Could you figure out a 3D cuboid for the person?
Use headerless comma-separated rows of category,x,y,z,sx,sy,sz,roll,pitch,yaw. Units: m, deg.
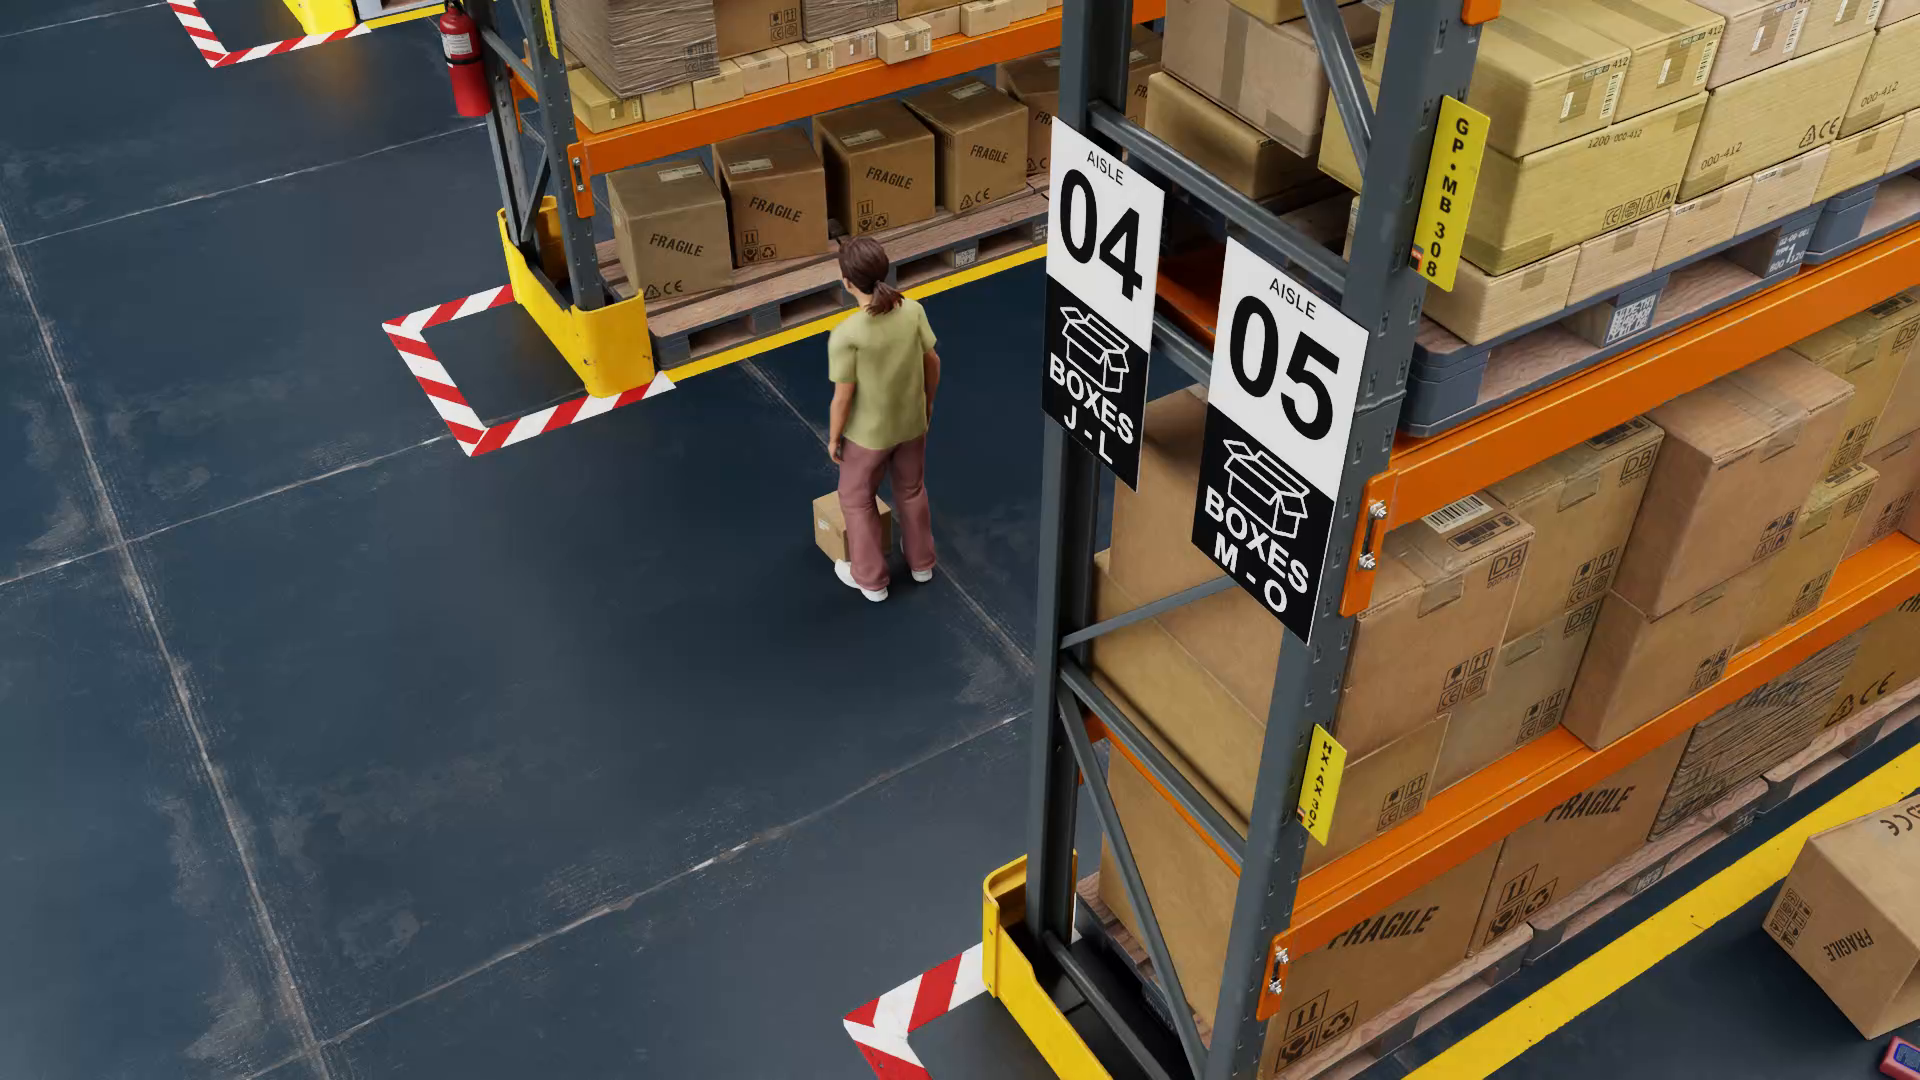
person,-0.324,-0.465,6.696,0.497,1.672,0.365,-24,46,-25
